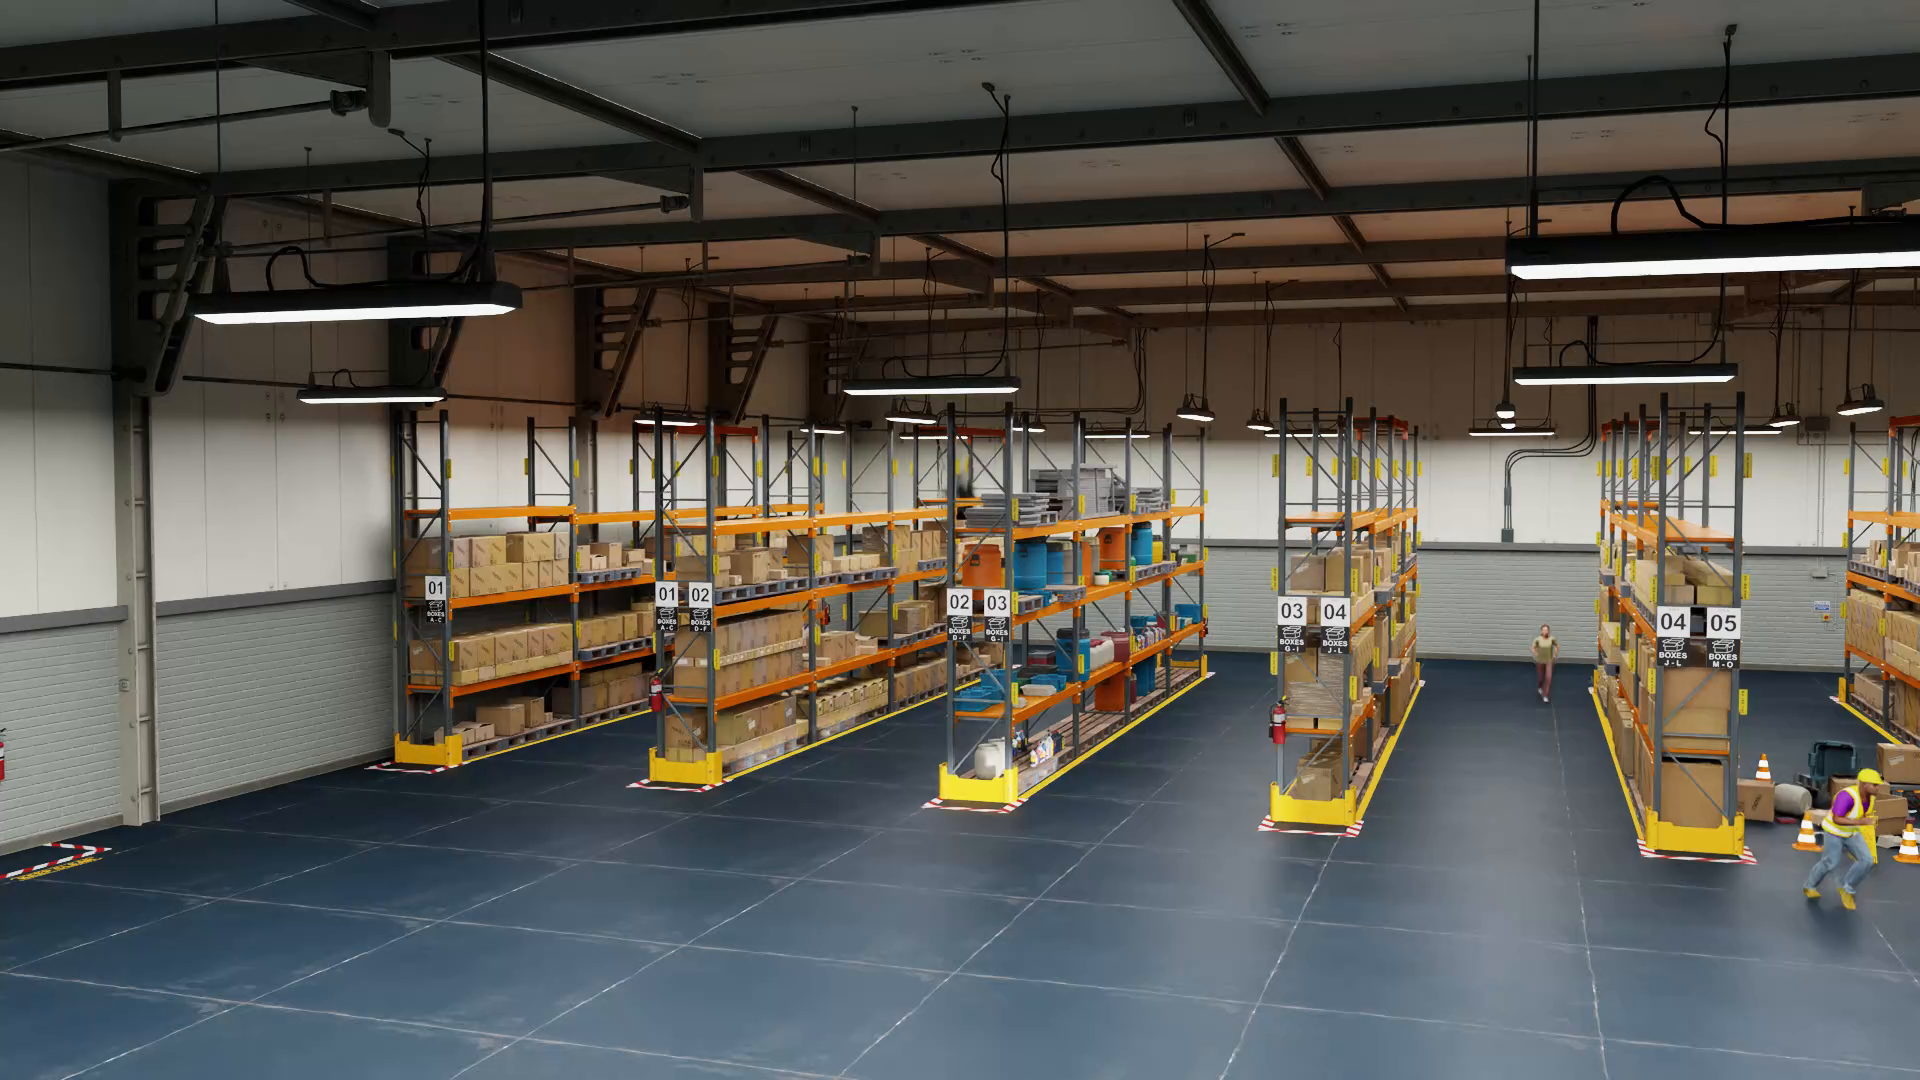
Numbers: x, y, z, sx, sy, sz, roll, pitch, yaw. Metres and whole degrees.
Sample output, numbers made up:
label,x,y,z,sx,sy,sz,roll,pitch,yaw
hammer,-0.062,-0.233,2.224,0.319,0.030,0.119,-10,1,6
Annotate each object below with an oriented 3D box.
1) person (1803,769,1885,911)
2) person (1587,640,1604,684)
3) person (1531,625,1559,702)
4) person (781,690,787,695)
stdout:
label,x,y,z,sx,sy,sz,roll,pitch,yaw
person,10.087,3.383,18.943,0.743,1.665,0.972,-1,3,-24
person,14.957,2.547,38.304,0.922,1.652,0.711,1,3,19
person,12.636,2.639,35.924,0.566,1.647,0.875,1,3,15
person,-3.917,2.637,35.017,0.691,1.737,0.659,0,2,10
